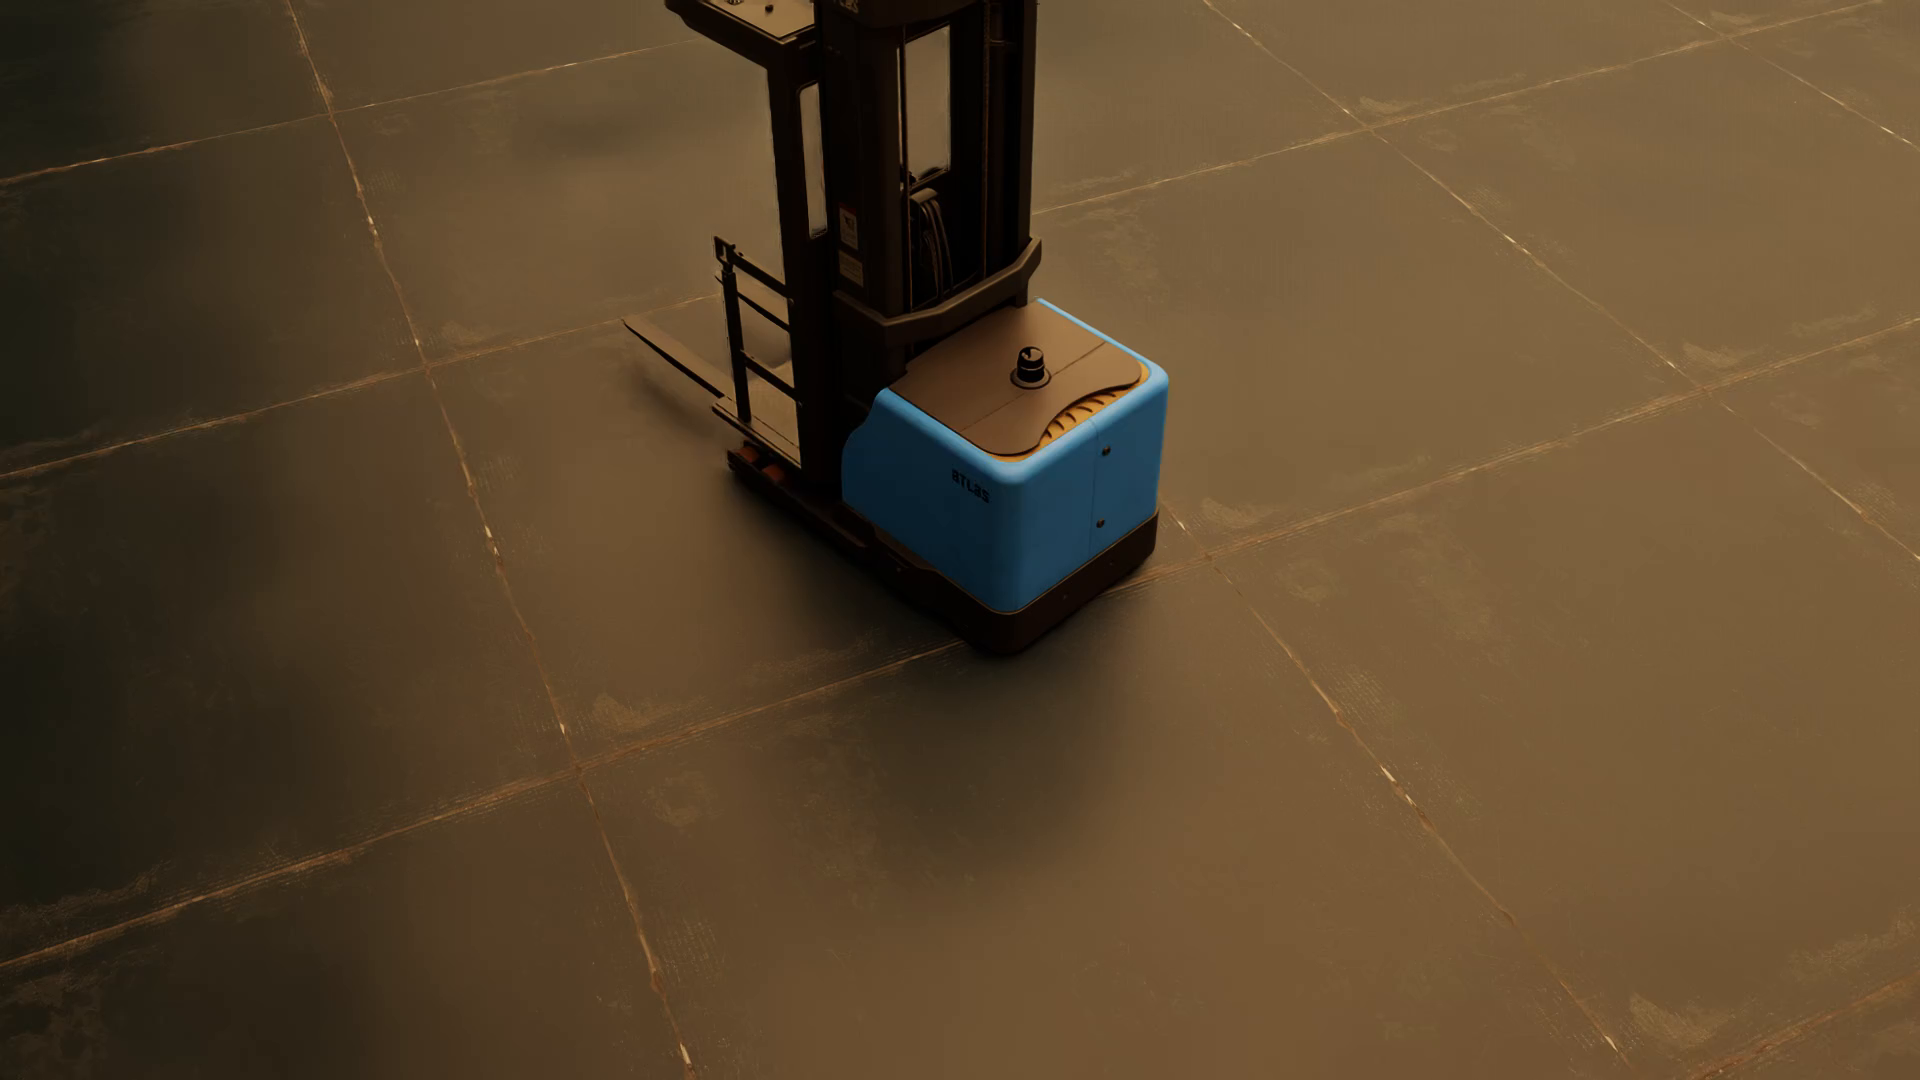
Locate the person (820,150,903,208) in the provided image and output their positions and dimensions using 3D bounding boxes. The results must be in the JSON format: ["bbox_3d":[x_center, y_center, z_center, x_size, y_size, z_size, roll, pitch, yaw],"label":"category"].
[{"bbox_3d":[-0.236,-1.425,8.210,1.056,1.513,0.629,-2,43,-2],"label":"person"}]

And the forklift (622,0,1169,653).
[{"bbox_3d":[-0.484,-1.489,7.276,1.130,2.935,3.031,-34,52,-31],"label":"forklift"}]
